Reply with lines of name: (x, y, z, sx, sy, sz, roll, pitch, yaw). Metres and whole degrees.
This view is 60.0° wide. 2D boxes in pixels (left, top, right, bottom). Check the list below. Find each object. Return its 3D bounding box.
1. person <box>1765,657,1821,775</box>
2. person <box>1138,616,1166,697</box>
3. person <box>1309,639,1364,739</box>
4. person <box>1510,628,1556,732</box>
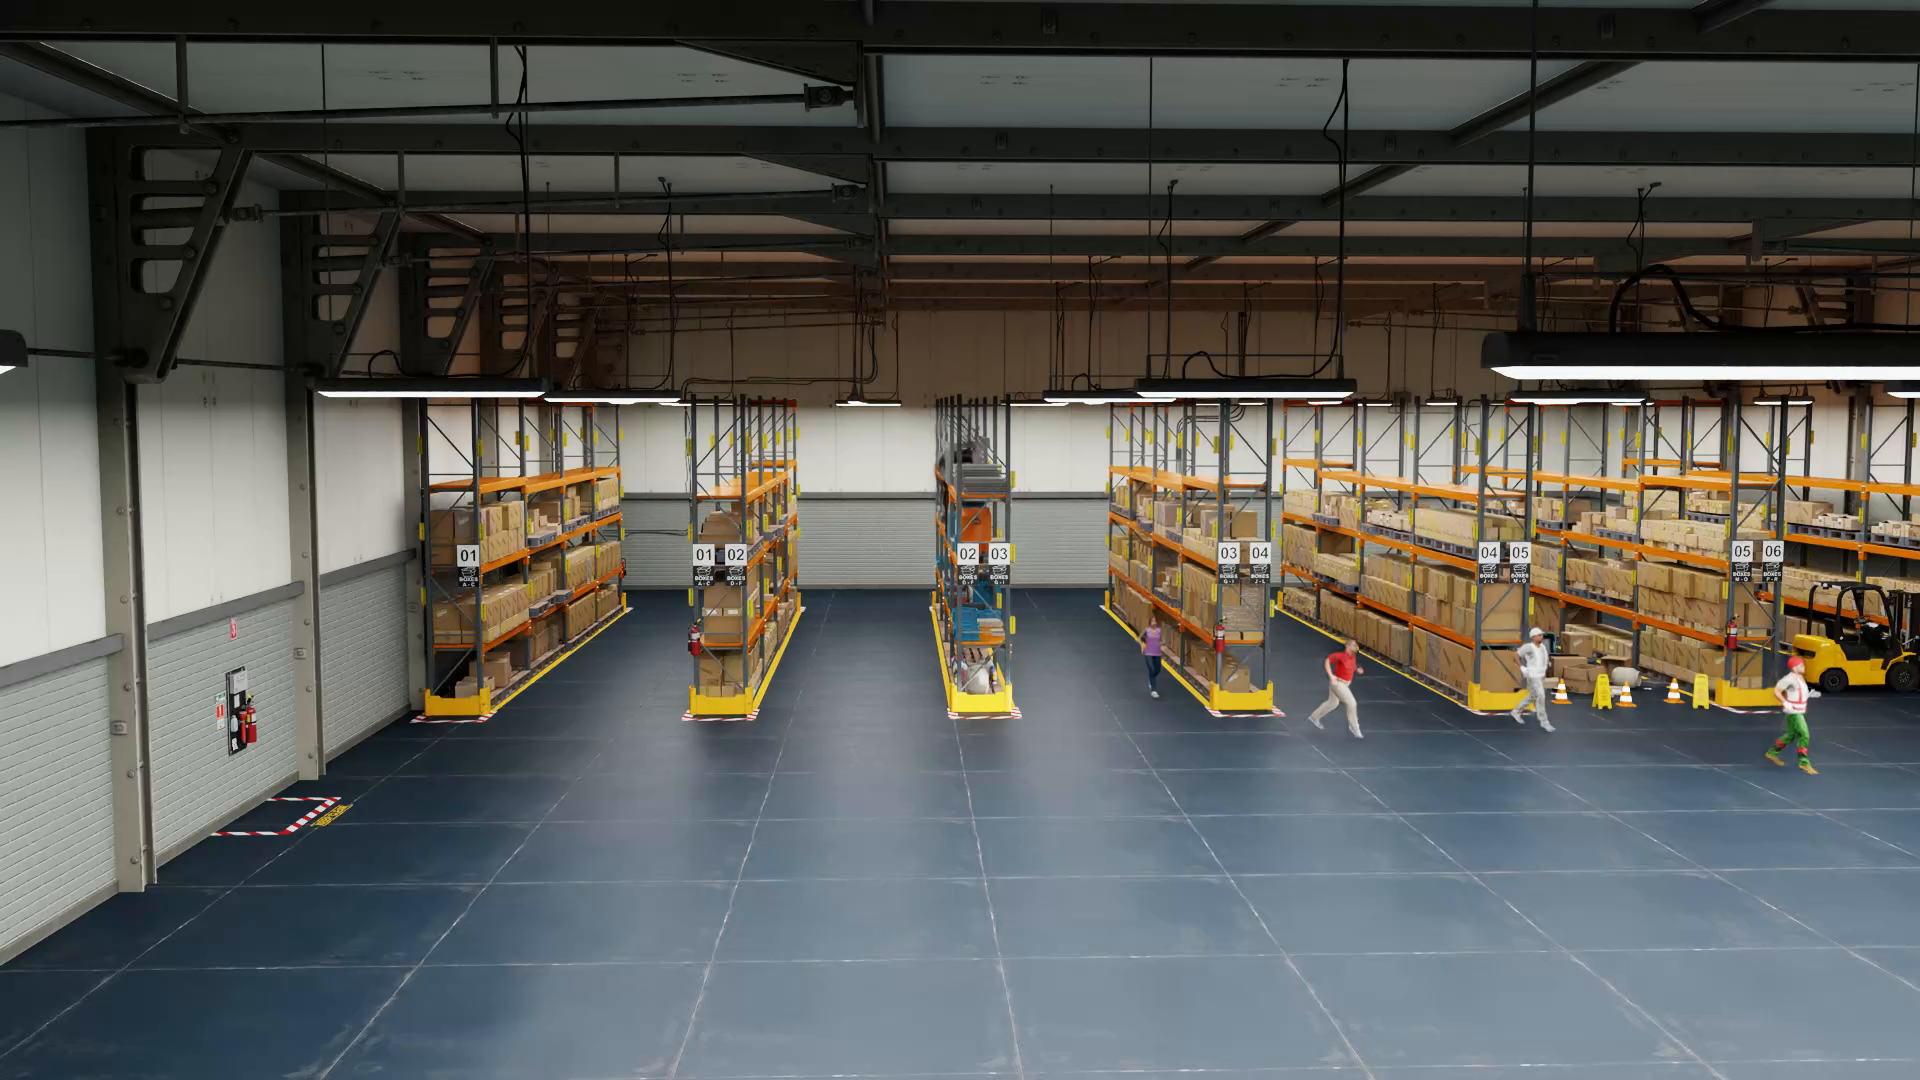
person: (13.191, 2.751, 26.305, 0.814, 1.824, 0.640, 4, 6, 39)
person: (3.848, 2.302, 33.229, 0.543, 1.576, 0.877, -1, 5, -9)
person: (6.636, 2.593, 29.219, 1.016, 1.751, 0.660, 3, 5, 30)
person: (10.331, 2.471, 29.849, 0.918, 1.799, 0.725, 4, 6, 43)
